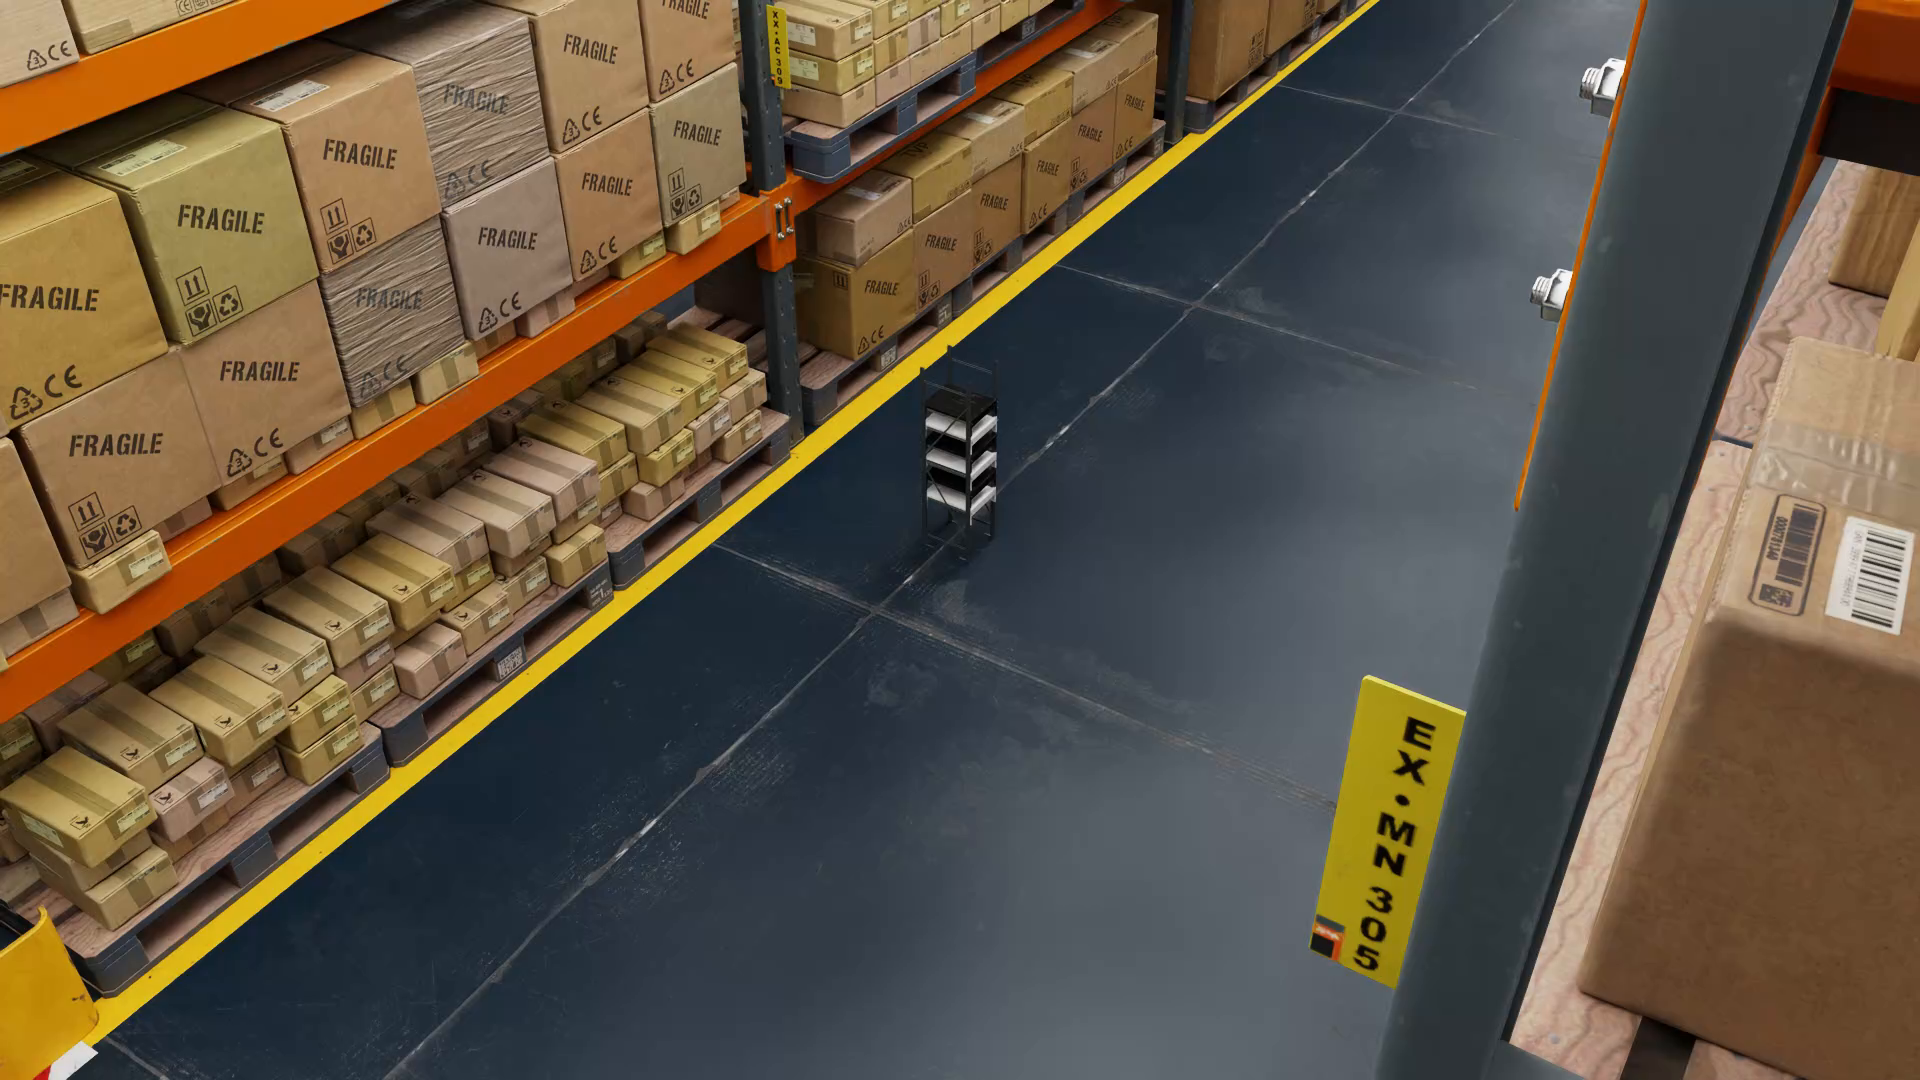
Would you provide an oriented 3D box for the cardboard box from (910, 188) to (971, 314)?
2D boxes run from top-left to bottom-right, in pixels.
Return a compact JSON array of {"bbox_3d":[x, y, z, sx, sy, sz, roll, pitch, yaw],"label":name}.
[{"bbox_3d":[-0.286,-1.540,8.494,0.500,0.500,0.500,23,43,27],"label":"cardboard box"}]

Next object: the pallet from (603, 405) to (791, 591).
[{"bbox_3d":[-1.518,-0.334,7.510,1.003,0.211,1.213,21,42,25],"label":"pallet"}]

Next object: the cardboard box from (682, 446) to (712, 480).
[{"bbox_3d":[-1.321,-0.413,7.320,0.380,0.149,0.250,22,43,26],"label":"cardboard box"}]

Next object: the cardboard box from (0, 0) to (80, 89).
[{"bbox_3d":[-2.589,-1.280,4.120,0.500,0.250,0.500,23,43,26],"label":"cardboard box"}]

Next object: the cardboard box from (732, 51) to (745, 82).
[{"bbox_3d":[-1.143,-2.132,7.421,0.380,0.149,0.250,20,42,24],"label":"cardboard box"}]

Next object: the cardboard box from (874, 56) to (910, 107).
[{"bbox_3d":[-0.445,-2.060,7.327,0.380,0.149,0.250,22,43,26],"label":"cardboard box"}]

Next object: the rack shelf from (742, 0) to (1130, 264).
[{"bbox_3d":[-0.117,-2.542,8.680,1.077,0.370,4.000,21,42,25],"label":"rack shelf"}]

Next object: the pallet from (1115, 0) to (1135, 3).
[{"bbox_3d":[0.663,-3.380,9.334,1.213,0.211,1.003,21,42,25],"label":"pallet"}]

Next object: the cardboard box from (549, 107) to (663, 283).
[{"bbox_3d":[-1.488,-1.344,6.211,0.500,0.500,0.500,20,42,24],"label":"cardboard box"}]

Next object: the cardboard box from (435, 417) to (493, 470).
[{"bbox_3d":[-2.165,-0.443,6.872,0.380,0.149,0.250,22,43,26],"label":"cardboard box"}]

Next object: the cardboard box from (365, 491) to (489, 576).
[{"bbox_3d":[-2.022,-0.011,6.312,0.380,0.149,0.250,21,42,25],"label":"cardboard box"}]

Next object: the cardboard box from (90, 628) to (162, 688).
[{"bbox_3d":[-3.047,0.352,5.841,0.380,0.149,0.250,20,42,24],"label":"cardboard box"}]

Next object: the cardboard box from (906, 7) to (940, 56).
[{"bbox_3d":[-0.314,-2.301,7.396,0.380,0.149,0.250,22,43,26],"label":"cardboard box"}]

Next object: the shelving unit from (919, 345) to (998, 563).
[{"bbox_3d":[-0.004,-0.352,6.970,0.258,0.900,0.210,21,42,25],"label":"shelving unit"}]

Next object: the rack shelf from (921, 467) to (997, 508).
[{"bbox_3d":[-0.004,-0.255,7.045,0.258,0.077,0.200,21,42,25],"label":"rack shelf"}]

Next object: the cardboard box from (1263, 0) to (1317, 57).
[{"bbox_3d":[1.822,-3.870,11.311,1.050,0.750,0.750,22,43,26],"label":"cardboard box"}]

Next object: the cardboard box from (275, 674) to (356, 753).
[{"bbox_3d":[-2.354,0.550,5.827,0.380,0.149,0.250,23,43,26],"label":"cardboard box"}]

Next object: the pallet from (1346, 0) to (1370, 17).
[{"bbox_3d":[2.748,-4.393,12.776,1.003,0.211,1.213,21,42,25],"label":"pallet"}]

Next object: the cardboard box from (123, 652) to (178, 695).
[{"bbox_3d":[-3.013,0.477,5.921,0.380,0.149,0.250,19,42,23],"label":"cardboard box"}]

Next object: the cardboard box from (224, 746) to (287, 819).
[{"bbox_3d":[-2.582,0.772,5.783,0.380,0.149,0.250,22,43,26],"label":"cardboard box"}]

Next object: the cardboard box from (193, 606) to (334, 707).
[{"bbox_3d":[-2.411,0.410,5.765,0.380,0.149,0.250,19,42,23],"label":"cardboard box"}]

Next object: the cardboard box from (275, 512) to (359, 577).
[{"bbox_3d":[-2.523,-0.017,6.319,0.380,0.149,0.250,20,42,24],"label":"cardboard box"}]

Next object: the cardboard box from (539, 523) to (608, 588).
[{"bbox_3d":[-1.665,0.014,6.766,0.380,0.149,0.250,21,42,25],"label":"cardboard box"}]

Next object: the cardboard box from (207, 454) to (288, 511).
[{"bbox_3d":[-2.401,-0.270,5.349,0.380,0.149,0.250,21,42,25],"label":"cardboard box"}]

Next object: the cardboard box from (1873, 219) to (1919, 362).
[{"bbox_3d":[1.675,-0.311,2.233,0.700,0.500,0.500,18,41,22],"label":"cardboard box"}]

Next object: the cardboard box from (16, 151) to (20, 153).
[{"bbox_3d":[-2.754,-1.137,5.123,0.500,0.500,0.500,23,43,27],"label":"cardboard box"}]

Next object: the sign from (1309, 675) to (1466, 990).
[{"bbox_3d":[0.352,0.249,1.353,0.100,0.325,0.005,21,42,25],"label":"sign"}]

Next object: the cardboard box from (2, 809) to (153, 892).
[{"bbox_3d":[-2.834,0.925,5.341,0.380,0.149,0.250,23,43,27],"label":"cardboard box"}]

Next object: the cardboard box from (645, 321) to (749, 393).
[{"bbox_3d":[-1.159,-0.800,7.335,0.380,0.149,0.250,22,43,26],"label":"cardboard box"}]

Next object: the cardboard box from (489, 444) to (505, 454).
[{"bbox_3d":[-1.960,-0.433,7.103,0.380,0.149,0.250,19,42,23],"label":"cardboard box"}]

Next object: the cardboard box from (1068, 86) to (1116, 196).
[{"bbox_3d":[0.542,-2.343,9.536,0.500,0.500,0.500,23,43,27],"label":"cardboard box"}]

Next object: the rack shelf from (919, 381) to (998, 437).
[{"bbox_3d":[-0.004,-0.540,6.825,0.258,0.077,0.200,21,42,25],"label":"rack shelf"}]

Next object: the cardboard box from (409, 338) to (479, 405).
[{"bbox_3d":[-1.921,-0.643,5.833,0.380,0.149,0.250,22,43,26],"label":"cardboard box"}]

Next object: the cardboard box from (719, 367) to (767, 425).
[{"bbox_3d":[-1.089,-0.685,7.429,0.380,0.149,0.250,22,43,26],"label":"cardboard box"}]

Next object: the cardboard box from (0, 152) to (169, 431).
[{"bbox_3d":[-2.602,-0.694,4.549,0.500,0.500,0.500,22,43,26],"label":"cardboard box"}]

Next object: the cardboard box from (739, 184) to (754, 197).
[{"bbox_3d":[-1.003,-1.736,8.134,0.500,0.250,0.500,20,42,24],"label":"cardboard box"}]

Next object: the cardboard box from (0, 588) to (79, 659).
[{"bbox_3d":[-2.780,0.161,4.790,0.380,0.149,0.250,23,43,27],"label":"cardboard box"}]

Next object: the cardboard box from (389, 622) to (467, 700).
[{"bbox_3d":[-2.089,0.413,6.248,0.380,0.149,0.250,19,42,23],"label":"cardboard box"}]

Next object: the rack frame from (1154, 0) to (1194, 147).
[{"bbox_3d":[0.955,-3.858,9.798,1.000,3.000,0.127,21,42,25],"label":"rack frame"}]

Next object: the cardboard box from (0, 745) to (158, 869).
[{"bbox_3d":[-2.764,0.834,5.215,0.380,0.149,0.250,19,42,23],"label":"cardboard box"}]

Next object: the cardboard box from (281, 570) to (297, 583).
[{"bbox_3d":[-2.593,0.080,6.437,0.380,0.149,0.250,23,43,27],"label":"cardboard box"}]

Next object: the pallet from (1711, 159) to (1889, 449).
[{"bbox_3d":[1.844,-0.229,2.707,1.003,0.211,1.213,21,42,25],"label":"pallet"}]

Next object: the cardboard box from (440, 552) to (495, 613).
[{"bbox_3d":[-2.029,0.093,6.420,0.380,0.149,0.250,23,43,27],"label":"cardboard box"}]

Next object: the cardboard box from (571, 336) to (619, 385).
[{"bbox_3d":[-1.745,-0.836,7.382,0.380,0.149,0.250,23,43,27],"label":"cardboard box"}]

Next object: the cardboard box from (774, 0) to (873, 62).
[{"bbox_3d":[-0.589,-2.151,6.958,0.380,0.149,0.250,23,43,27],"label":"cardboard box"}]

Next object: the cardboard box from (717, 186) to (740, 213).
[{"bbox_3d":[-1.144,-1.473,6.909,0.380,0.149,0.250,21,42,25],"label":"cardboard box"}]

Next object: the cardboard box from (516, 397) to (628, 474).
[{"bbox_3d":[-1.595,-0.417,6.837,0.380,0.149,0.250,23,43,27],"label":"cardboard box"}]

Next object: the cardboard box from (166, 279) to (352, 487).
[{"bbox_3d":[-2.319,-0.565,5.200,0.500,0.500,0.500,22,43,26],"label":"cardboard box"}]

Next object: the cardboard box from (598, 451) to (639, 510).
[{"bbox_3d":[-1.569,-0.300,6.930,0.380,0.149,0.250,22,43,26],"label":"cardboard box"}]

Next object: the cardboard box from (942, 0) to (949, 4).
[{"bbox_3d":[-0.169,-2.556,7.483,0.380,0.149,0.250,21,42,25],"label":"cardboard box"}]

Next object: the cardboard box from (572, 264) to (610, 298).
[{"bbox_3d":[-1.579,-1.075,6.394,0.380,0.149,0.250,20,42,24],"label":"cardboard box"}]

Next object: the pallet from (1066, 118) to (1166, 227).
[{"bbox_3d":[0.535,-2.351,10.127,1.003,0.211,1.213,21,42,25],"label":"pallet"}]

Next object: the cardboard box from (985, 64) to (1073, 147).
[{"bbox_3d":[0.263,-2.372,8.960,0.500,0.250,0.500,22,43,26],"label":"cardboard box"}]

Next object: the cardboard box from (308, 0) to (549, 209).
[{"bbox_3d":[-1.770,-1.491,5.583,0.500,0.500,0.500,22,43,26],"label":"cardboard box"}]

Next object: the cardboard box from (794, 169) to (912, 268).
[{"bbox_3d":[-0.569,-1.564,7.911,0.500,0.250,0.500,19,42,23],"label":"cardboard box"}]

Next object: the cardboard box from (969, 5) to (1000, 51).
[{"bbox_3d":[-0.037,-2.448,7.831,0.380,0.149,0.250,19,42,23],"label":"cardboard box"}]
